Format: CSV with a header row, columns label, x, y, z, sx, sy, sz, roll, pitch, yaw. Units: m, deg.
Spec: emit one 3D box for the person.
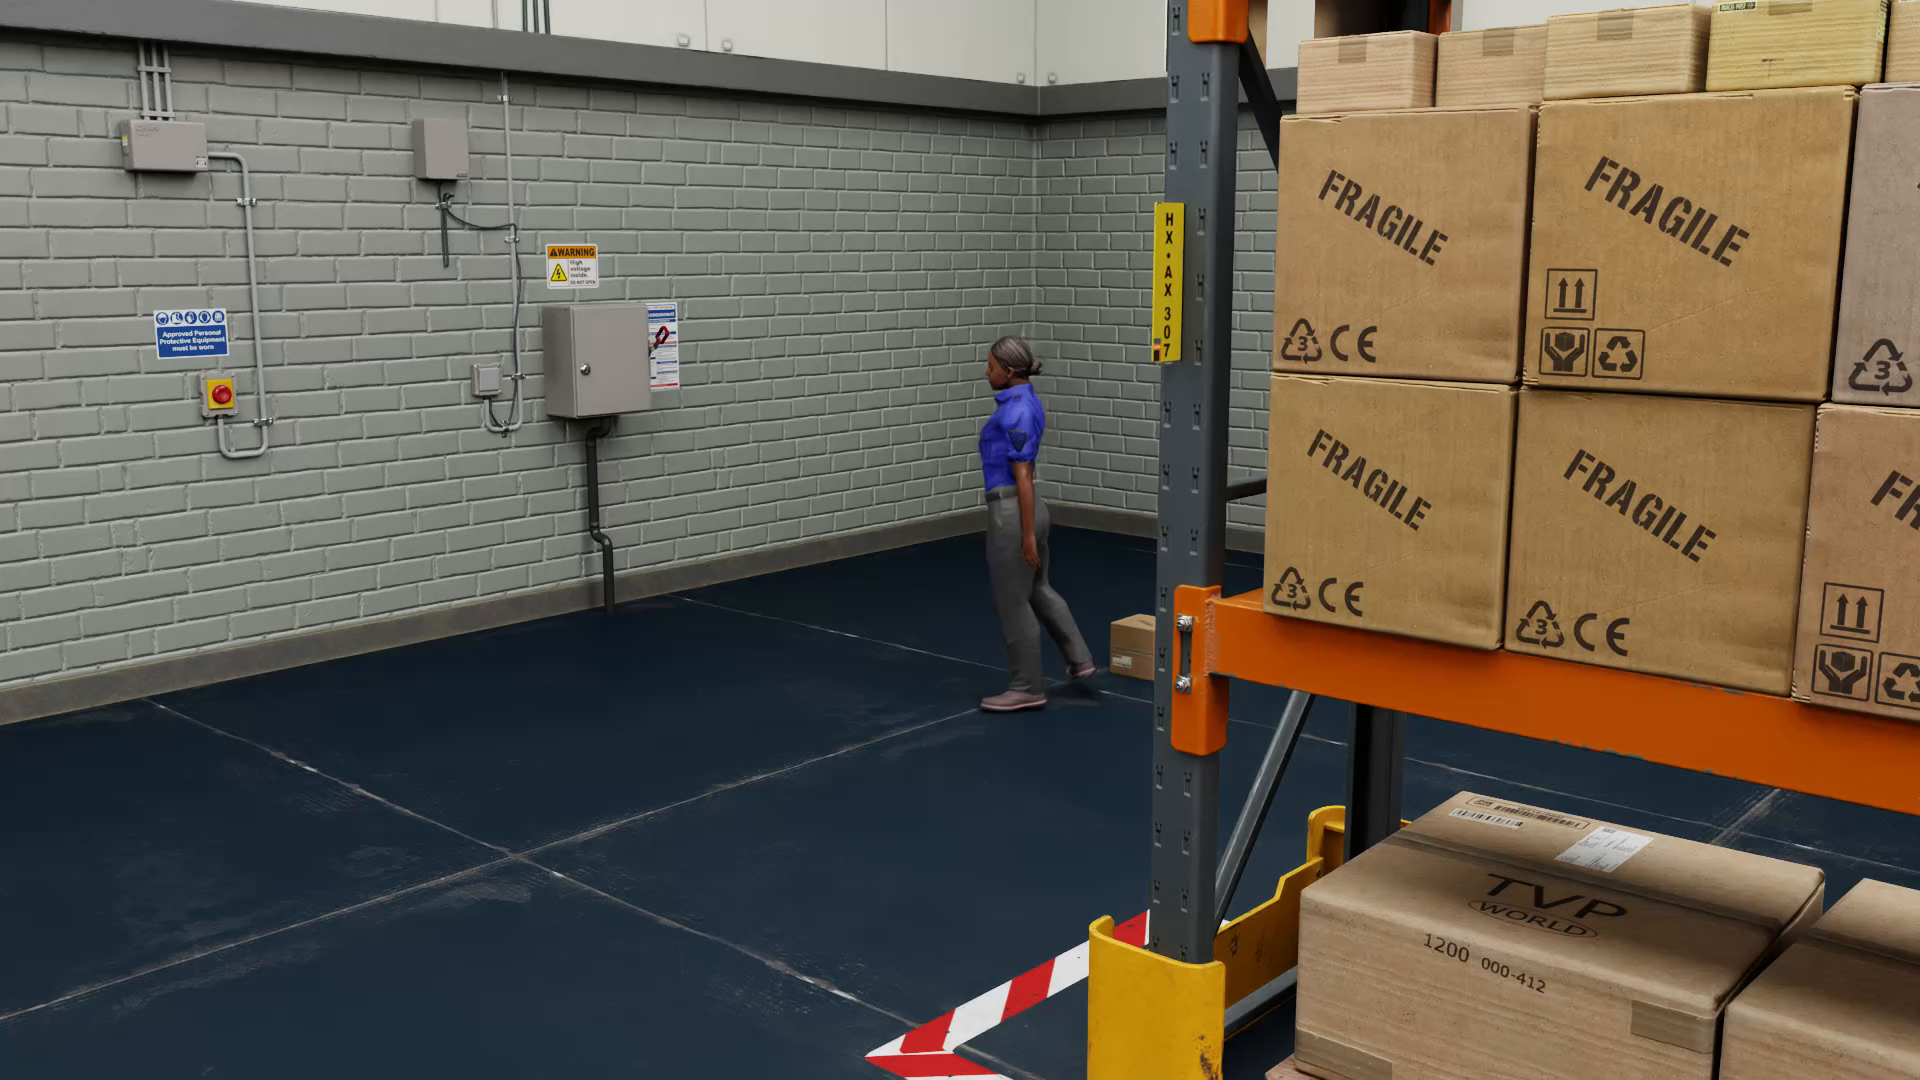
label,x,y,z,sx,sy,sz,roll,pitch,yaw
person,0.353,-0.088,7.398,0.496,1.649,0.655,3,11,14
